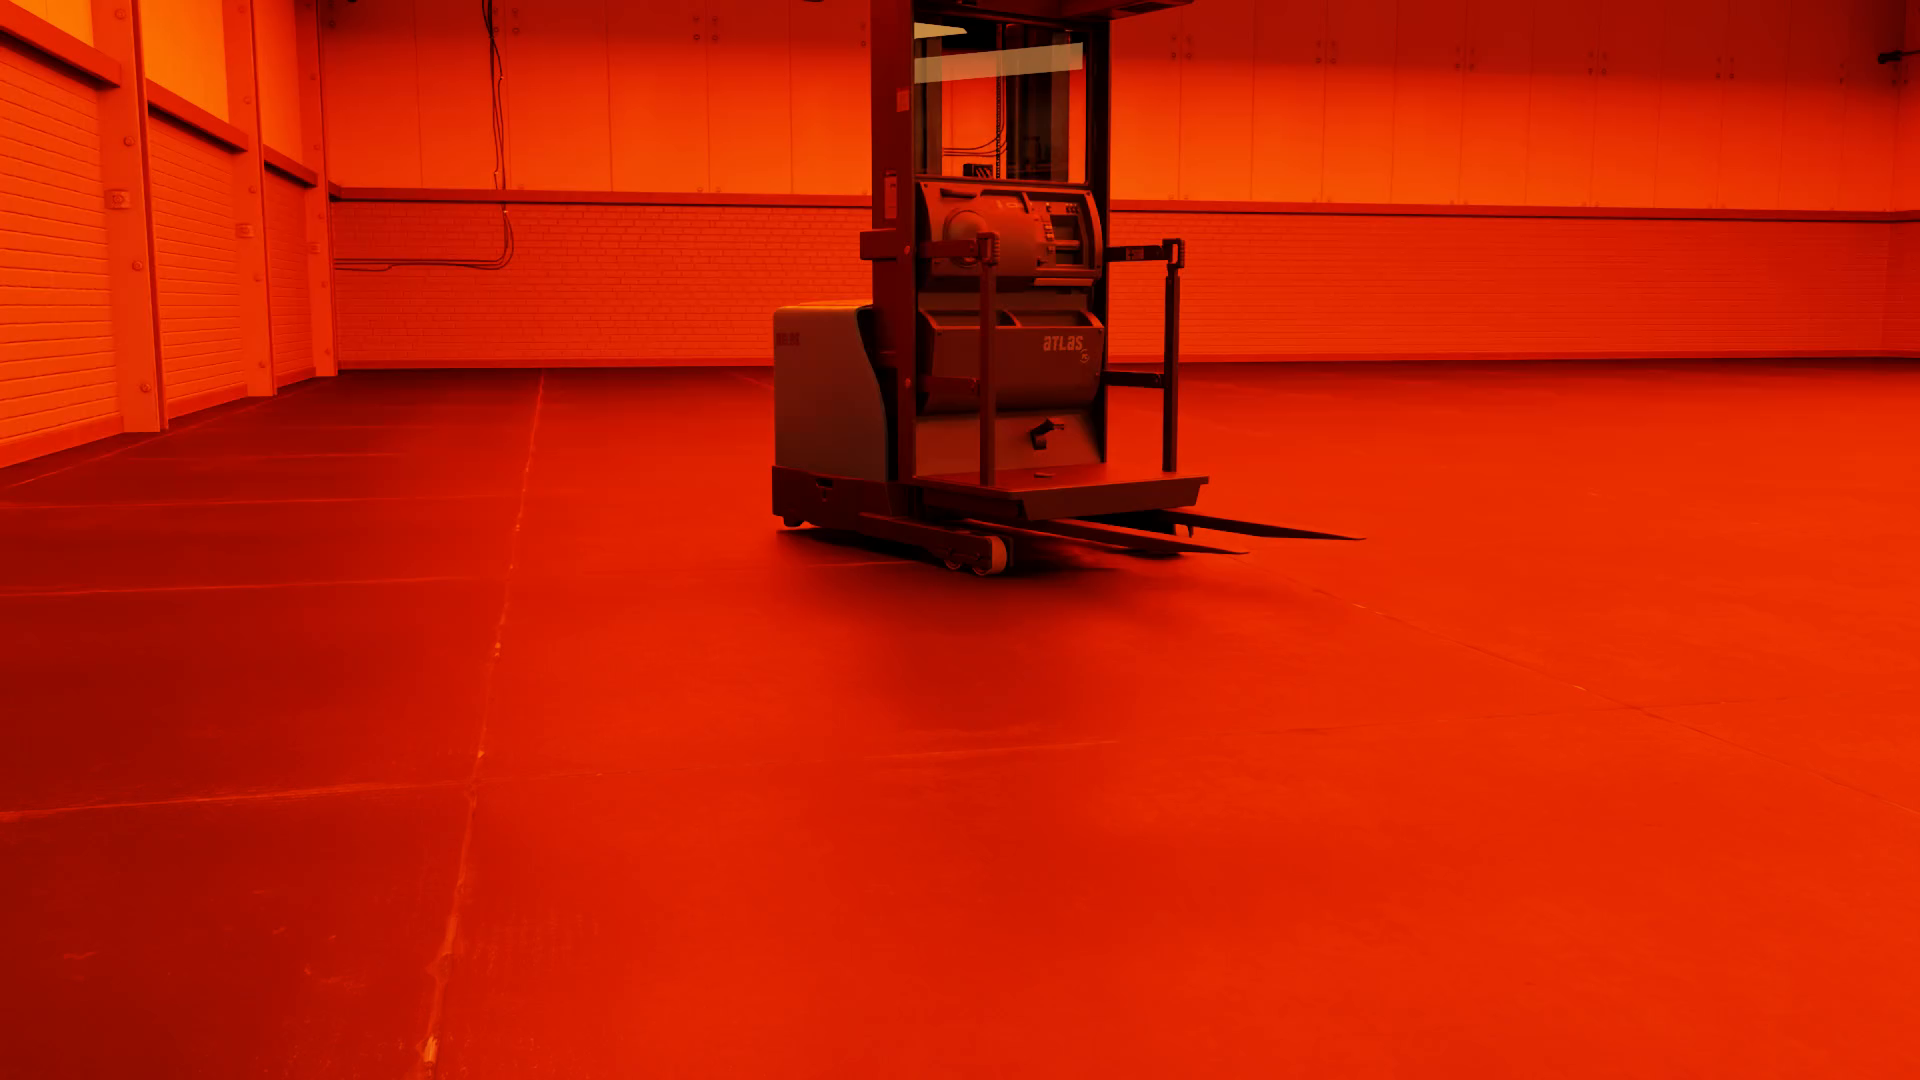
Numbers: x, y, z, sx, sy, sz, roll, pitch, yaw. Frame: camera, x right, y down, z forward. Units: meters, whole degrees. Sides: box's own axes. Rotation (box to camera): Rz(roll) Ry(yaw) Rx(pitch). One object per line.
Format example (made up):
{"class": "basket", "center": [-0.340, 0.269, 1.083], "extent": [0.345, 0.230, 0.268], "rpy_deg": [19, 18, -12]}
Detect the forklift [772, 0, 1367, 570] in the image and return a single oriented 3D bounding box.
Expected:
{"class": "forklift", "center": [0.355, -1.383, 7.015], "extent": [1.130, 2.935, 3.031], "rpy_deg": [-6, 10, -35]}
